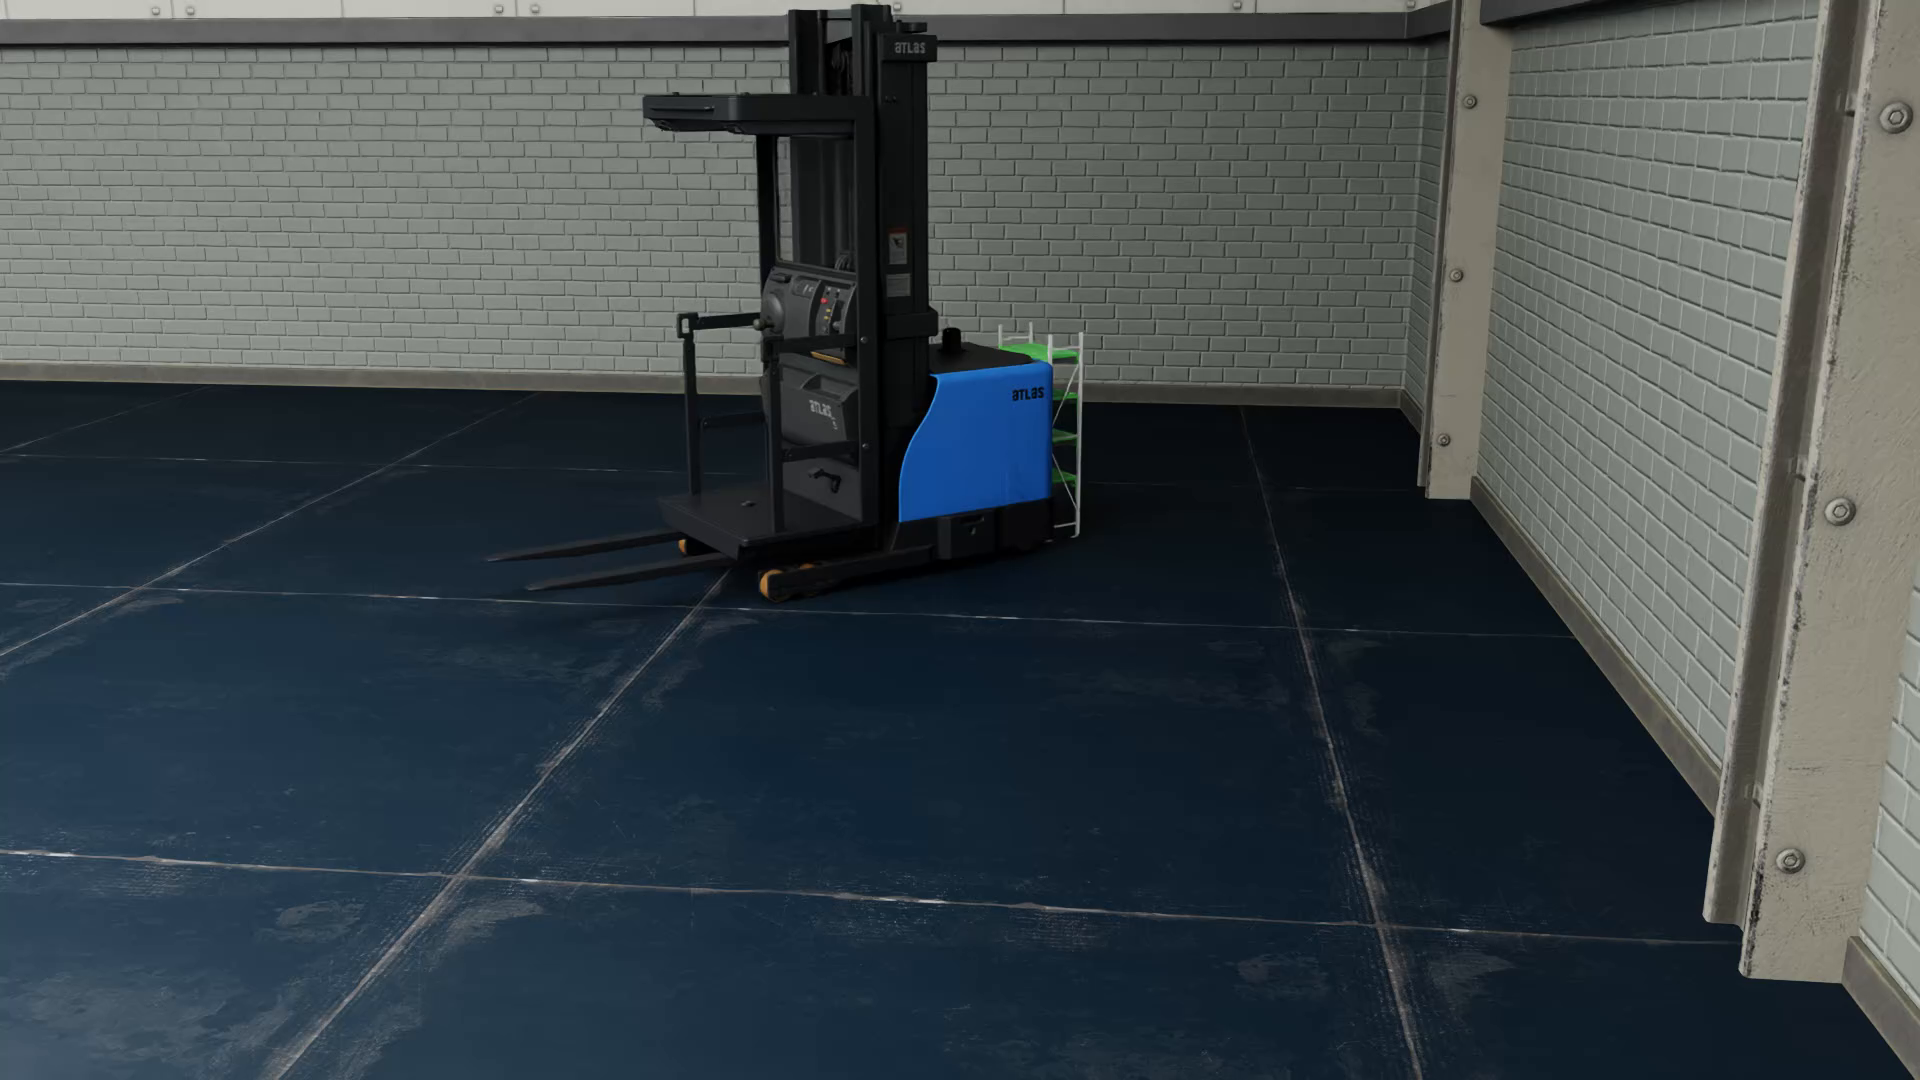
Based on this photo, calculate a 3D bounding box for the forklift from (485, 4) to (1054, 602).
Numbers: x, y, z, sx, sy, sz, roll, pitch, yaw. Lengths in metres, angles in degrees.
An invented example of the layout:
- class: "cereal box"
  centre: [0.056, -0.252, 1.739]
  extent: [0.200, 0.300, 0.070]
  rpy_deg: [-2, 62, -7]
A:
- class: "forklift"
  centre: [-0.977, -1.254, 8.684]
  extent: [3.031, 2.935, 1.130]
  rpy_deg: [-10, 18, -32]

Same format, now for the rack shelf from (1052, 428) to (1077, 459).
- class: "rack shelf"
  centre: [0.461, -0.576, 9.737]
  extent: [0.258, 0.148, 0.480]
  rpy_deg: [-10, 18, -32]

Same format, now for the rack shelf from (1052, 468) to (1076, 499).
- class: "rack shelf"
  centre: [0.461, -0.344, 9.800]
  extent: [0.258, 0.148, 0.480]
  rpy_deg: [-10, 18, -32]

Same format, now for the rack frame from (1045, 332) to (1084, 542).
- class: "rack frame"
  centre: [0.596, -0.584, 9.524]
  extent: [0.240, 1.200, 0.015]
  rpy_deg: [-10, 18, -32]

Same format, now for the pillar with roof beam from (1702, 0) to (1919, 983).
- class: "pillar with roof beam"
  centre: [-1.792, -3.229, 4.364]
  extent: [9.100, 9.000, 0.400]
  rpy_deg: [2, 15, 6]

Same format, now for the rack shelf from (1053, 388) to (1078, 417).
- class: "rack shelf"
  centre: [0.461, -0.807, 9.675]
  extent: [0.258, 0.148, 0.480]
  rpy_deg: [-10, 18, -32]

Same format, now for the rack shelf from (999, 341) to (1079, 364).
- class: "rack shelf"
  centre: [0.462, -1.039, 9.612]
  extent: [0.258, 0.148, 0.480]
  rpy_deg: [-10, 18, -32]

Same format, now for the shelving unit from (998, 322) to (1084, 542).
- class: "shelving unit"
  centre: [0.461, -0.637, 9.721]
  extent: [0.258, 1.200, 0.503]
  rpy_deg: [-10, 18, -32]

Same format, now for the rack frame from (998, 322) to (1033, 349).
- class: "rack frame"
  centre: [0.326, -0.691, 9.917]
  extent: [0.240, 1.200, 0.015]
  rpy_deg: [-10, 18, -32]

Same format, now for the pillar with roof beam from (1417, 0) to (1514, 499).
- class: "pillar with roof beam"
  centre: [-1.115, -4.785, 10.119]
  extent: [9.100, 9.000, 0.400]
  rpy_deg: [2, 15, 6]
